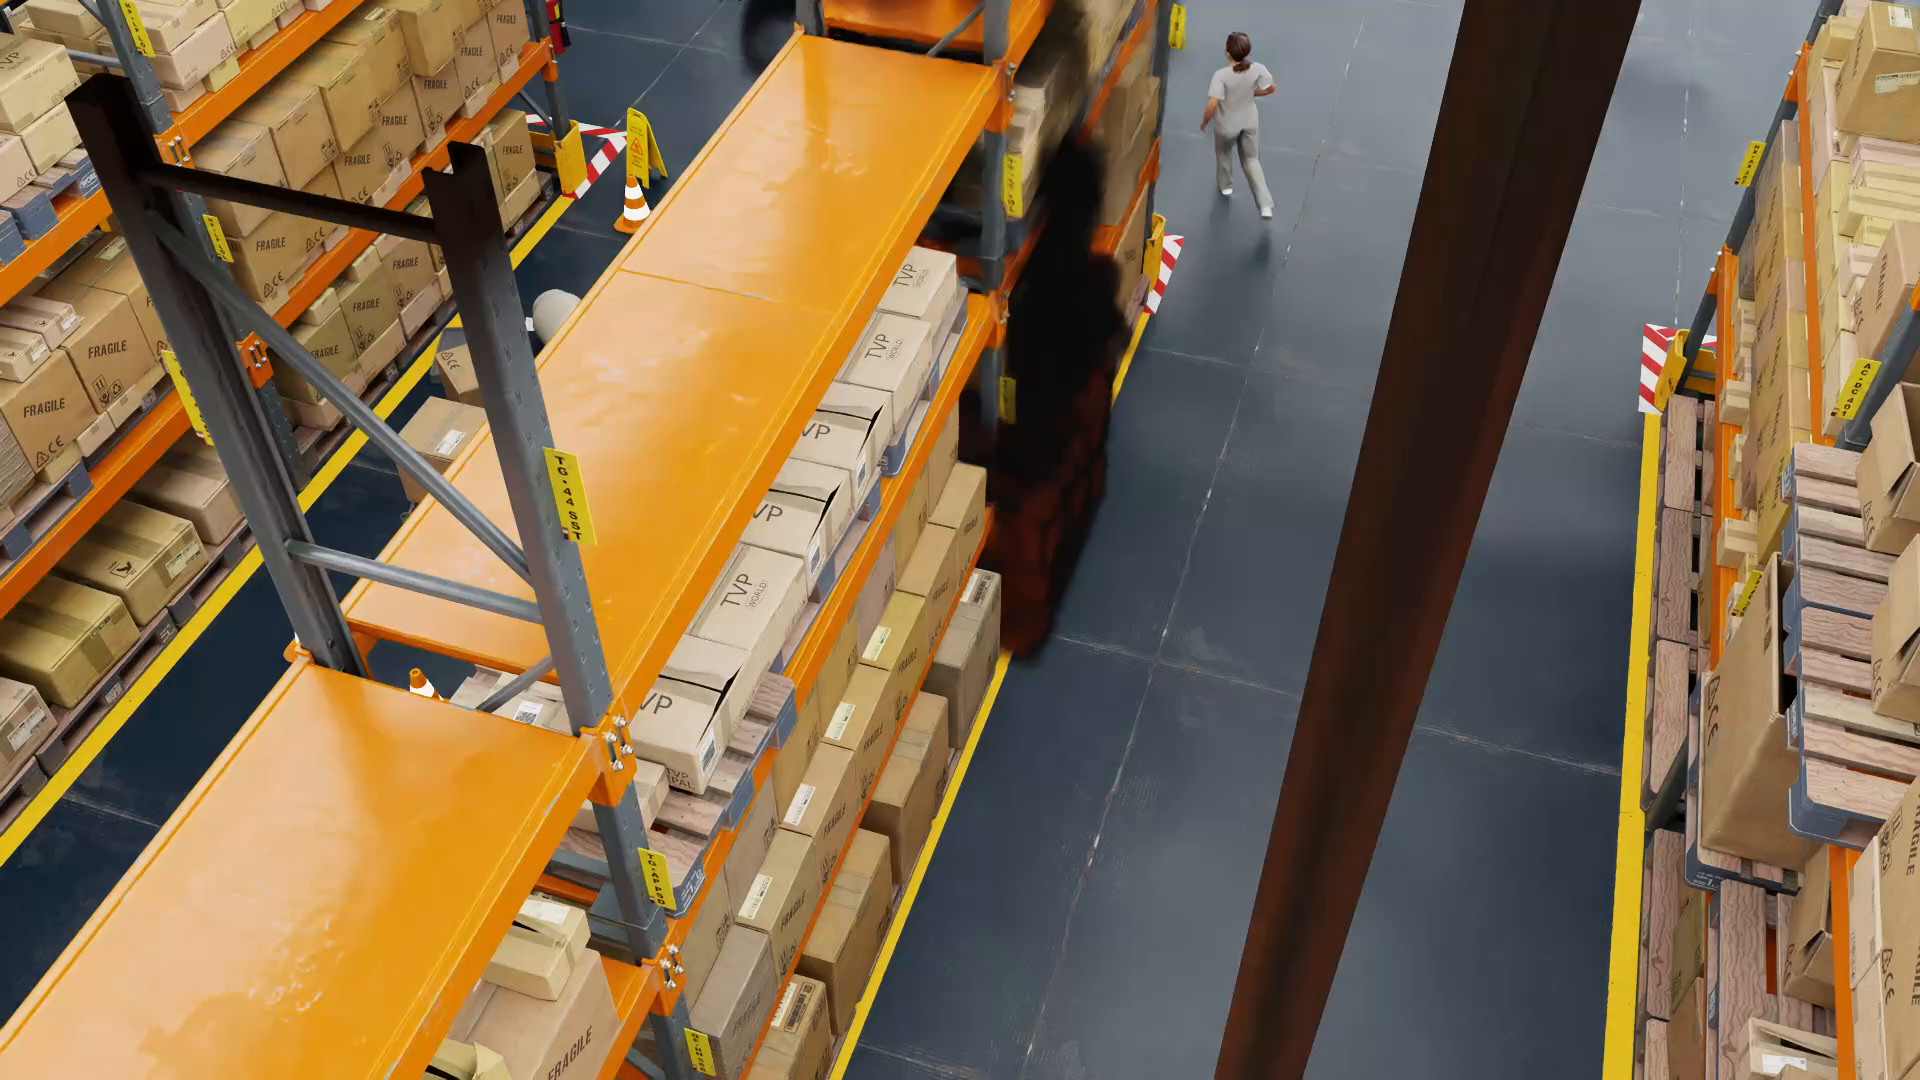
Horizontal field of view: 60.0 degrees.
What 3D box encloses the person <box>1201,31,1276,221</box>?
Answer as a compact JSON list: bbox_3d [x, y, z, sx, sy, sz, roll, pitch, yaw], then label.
[{"bbox_3d":[2.158,-3.300,13.190,0.635,1.634,0.954,-10,46,-9],"label":"person"}]
